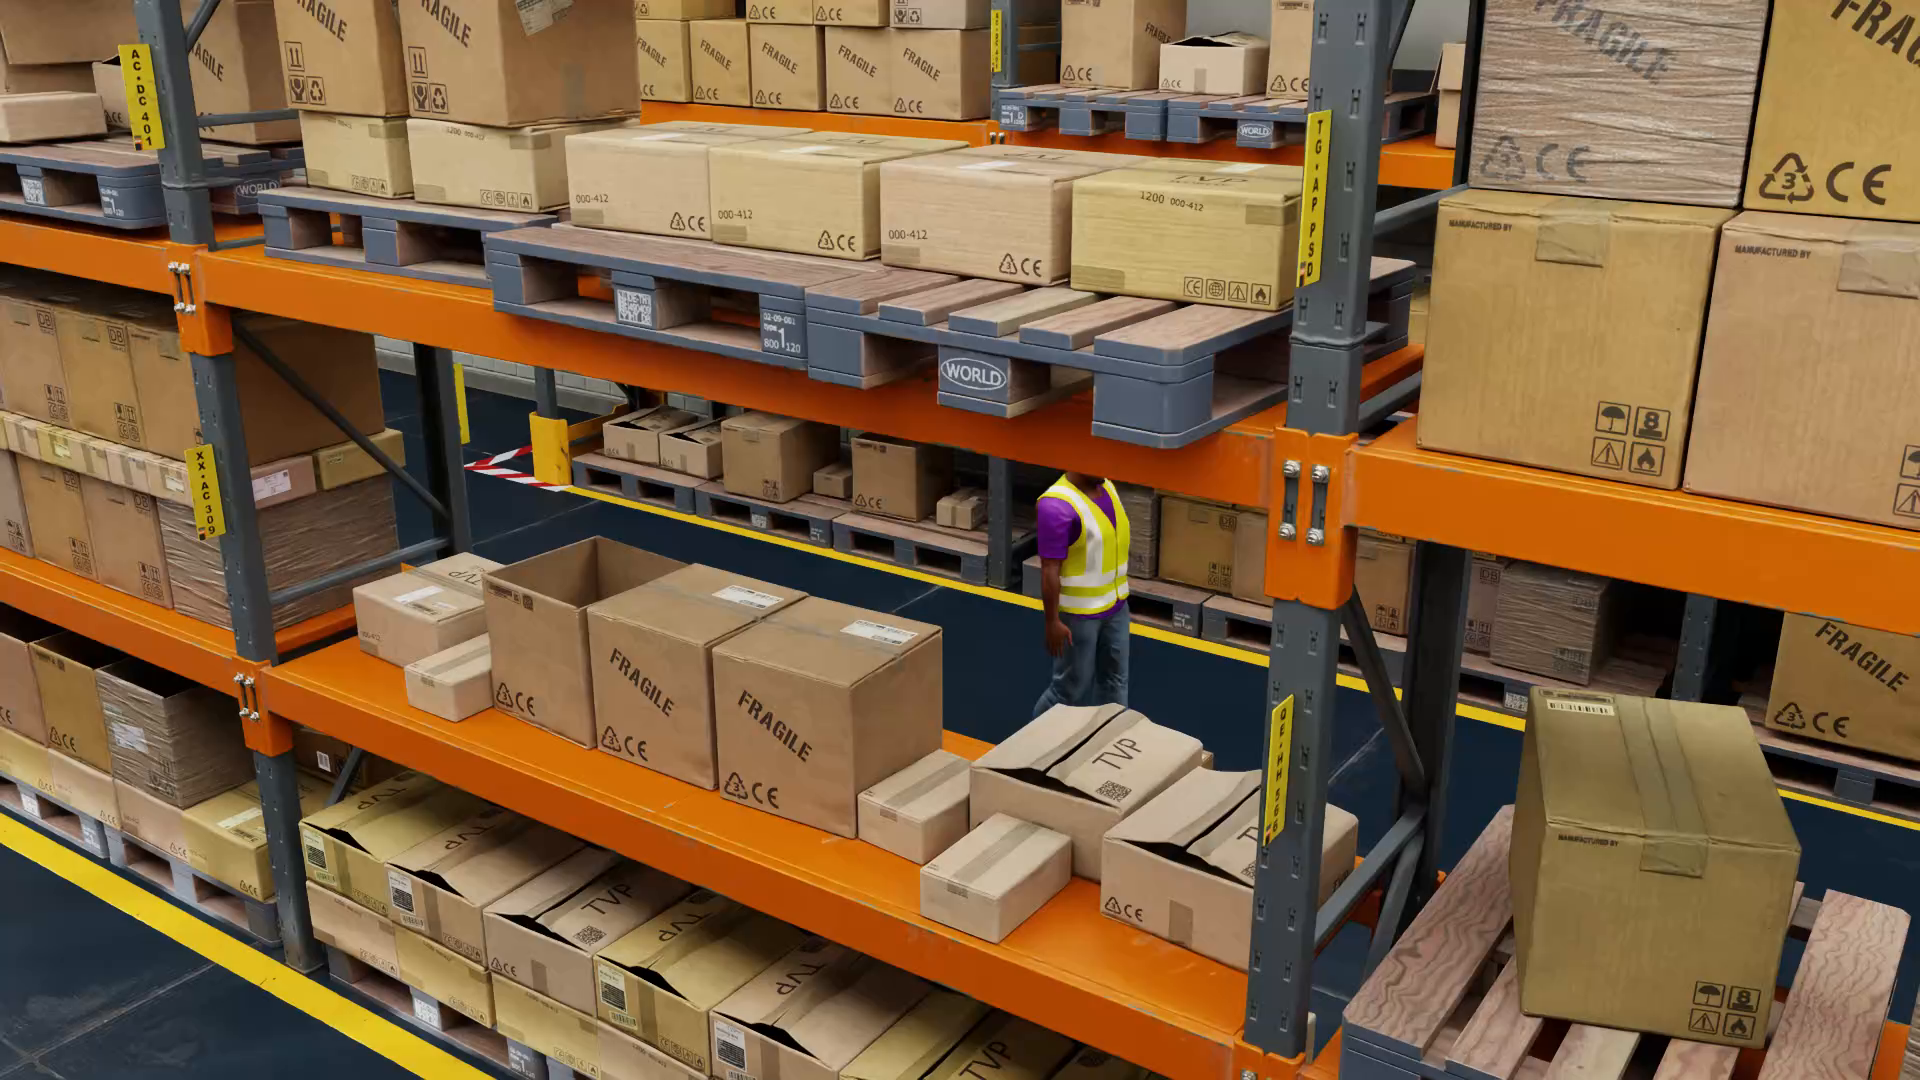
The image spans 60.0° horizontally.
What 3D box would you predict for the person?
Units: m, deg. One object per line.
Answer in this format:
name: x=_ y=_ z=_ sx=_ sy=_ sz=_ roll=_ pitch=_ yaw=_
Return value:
person: x=0.631 y=0.309 z=7.666 sx=0.620 sy=1.768 sz=0.576 roll=13 pitch=23 yaw=32
